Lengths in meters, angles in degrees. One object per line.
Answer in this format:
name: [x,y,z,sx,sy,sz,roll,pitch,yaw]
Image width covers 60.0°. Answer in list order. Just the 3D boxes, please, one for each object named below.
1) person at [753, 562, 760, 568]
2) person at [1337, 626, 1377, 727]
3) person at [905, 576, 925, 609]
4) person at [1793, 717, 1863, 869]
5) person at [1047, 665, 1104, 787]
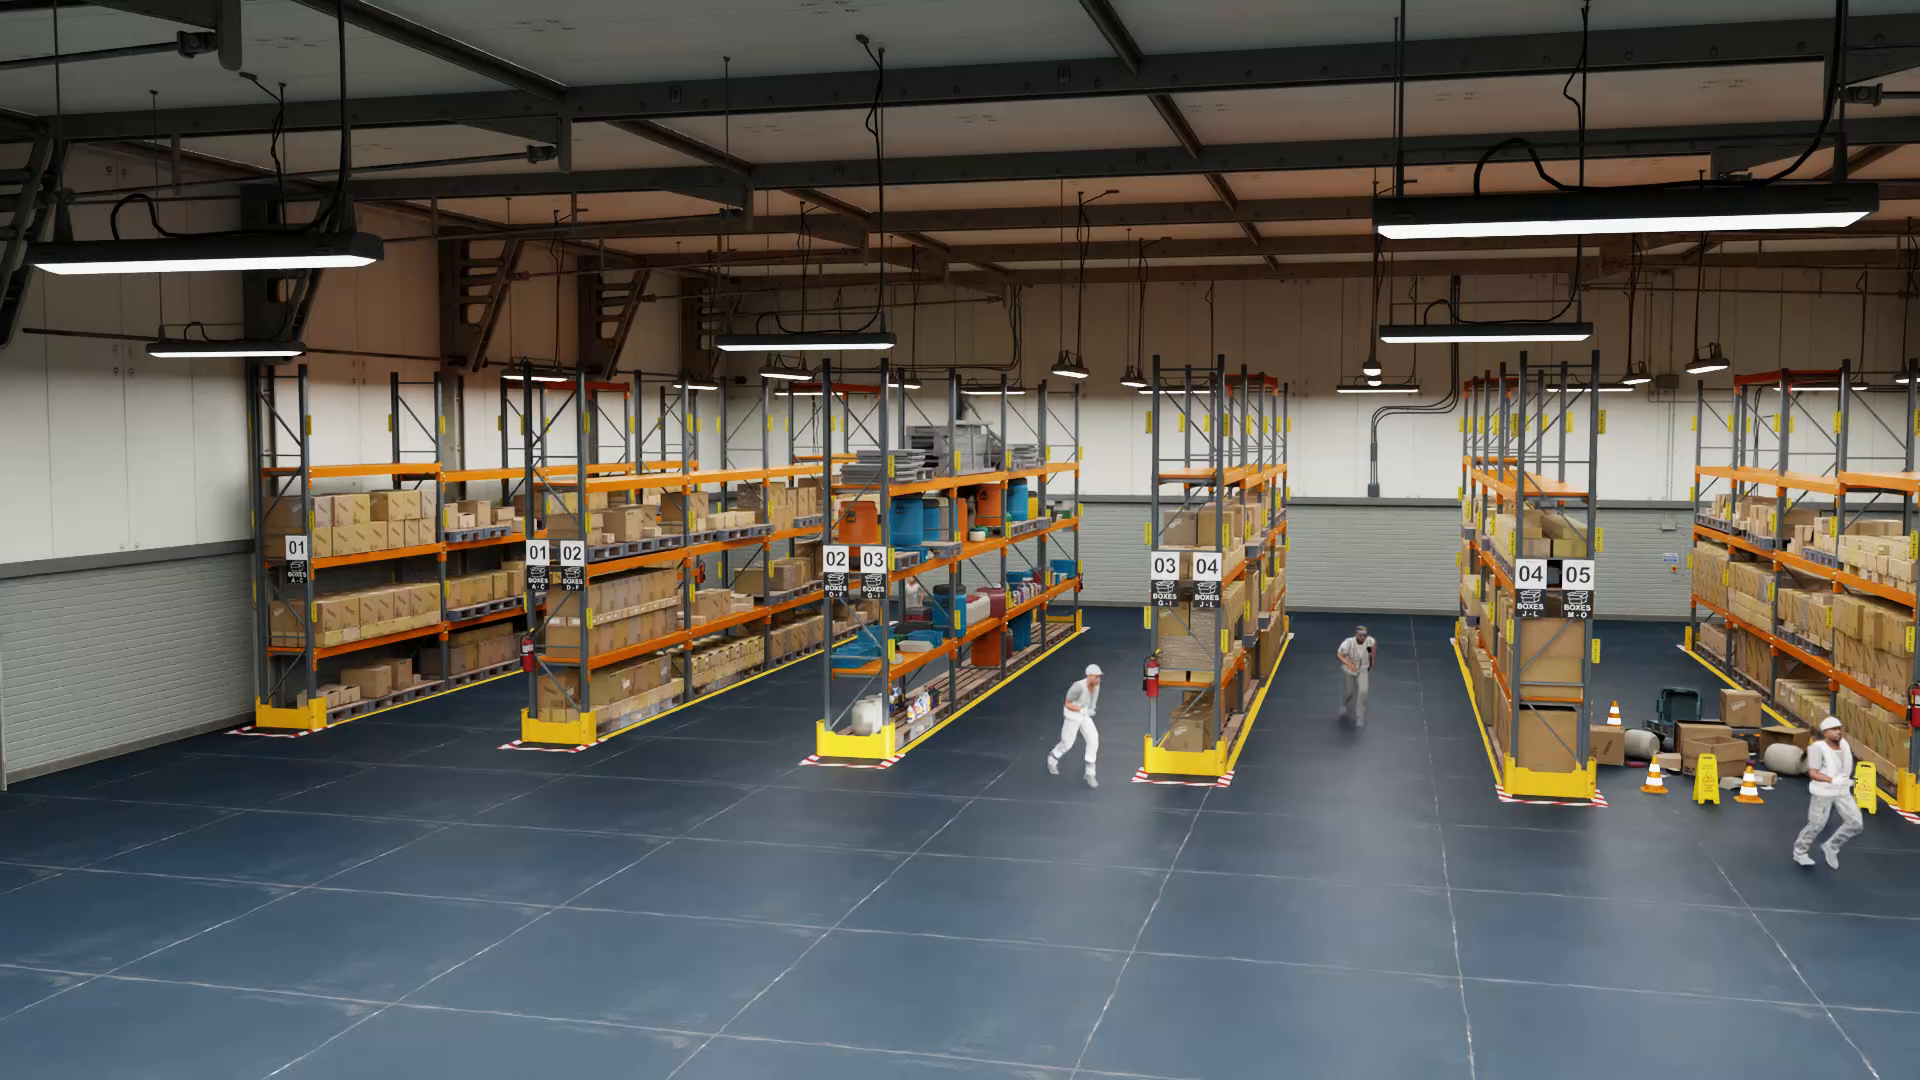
person: [-4.712,1.433,38.720,0.672,1.837,0.954,0,4,6]
person: [6.660,2.258,28.087,0.703,1.720,1.024,0,4,-7]
person: [-1.088,1.579,37.761,0.513,1.719,0.782,1,4,9]
person: [9.740,2.825,18.554,0.704,1.730,0.841,-1,4,-13]
person: [1.620,2.570,23.332,0.704,1.735,1.050,-4,5,-43]
